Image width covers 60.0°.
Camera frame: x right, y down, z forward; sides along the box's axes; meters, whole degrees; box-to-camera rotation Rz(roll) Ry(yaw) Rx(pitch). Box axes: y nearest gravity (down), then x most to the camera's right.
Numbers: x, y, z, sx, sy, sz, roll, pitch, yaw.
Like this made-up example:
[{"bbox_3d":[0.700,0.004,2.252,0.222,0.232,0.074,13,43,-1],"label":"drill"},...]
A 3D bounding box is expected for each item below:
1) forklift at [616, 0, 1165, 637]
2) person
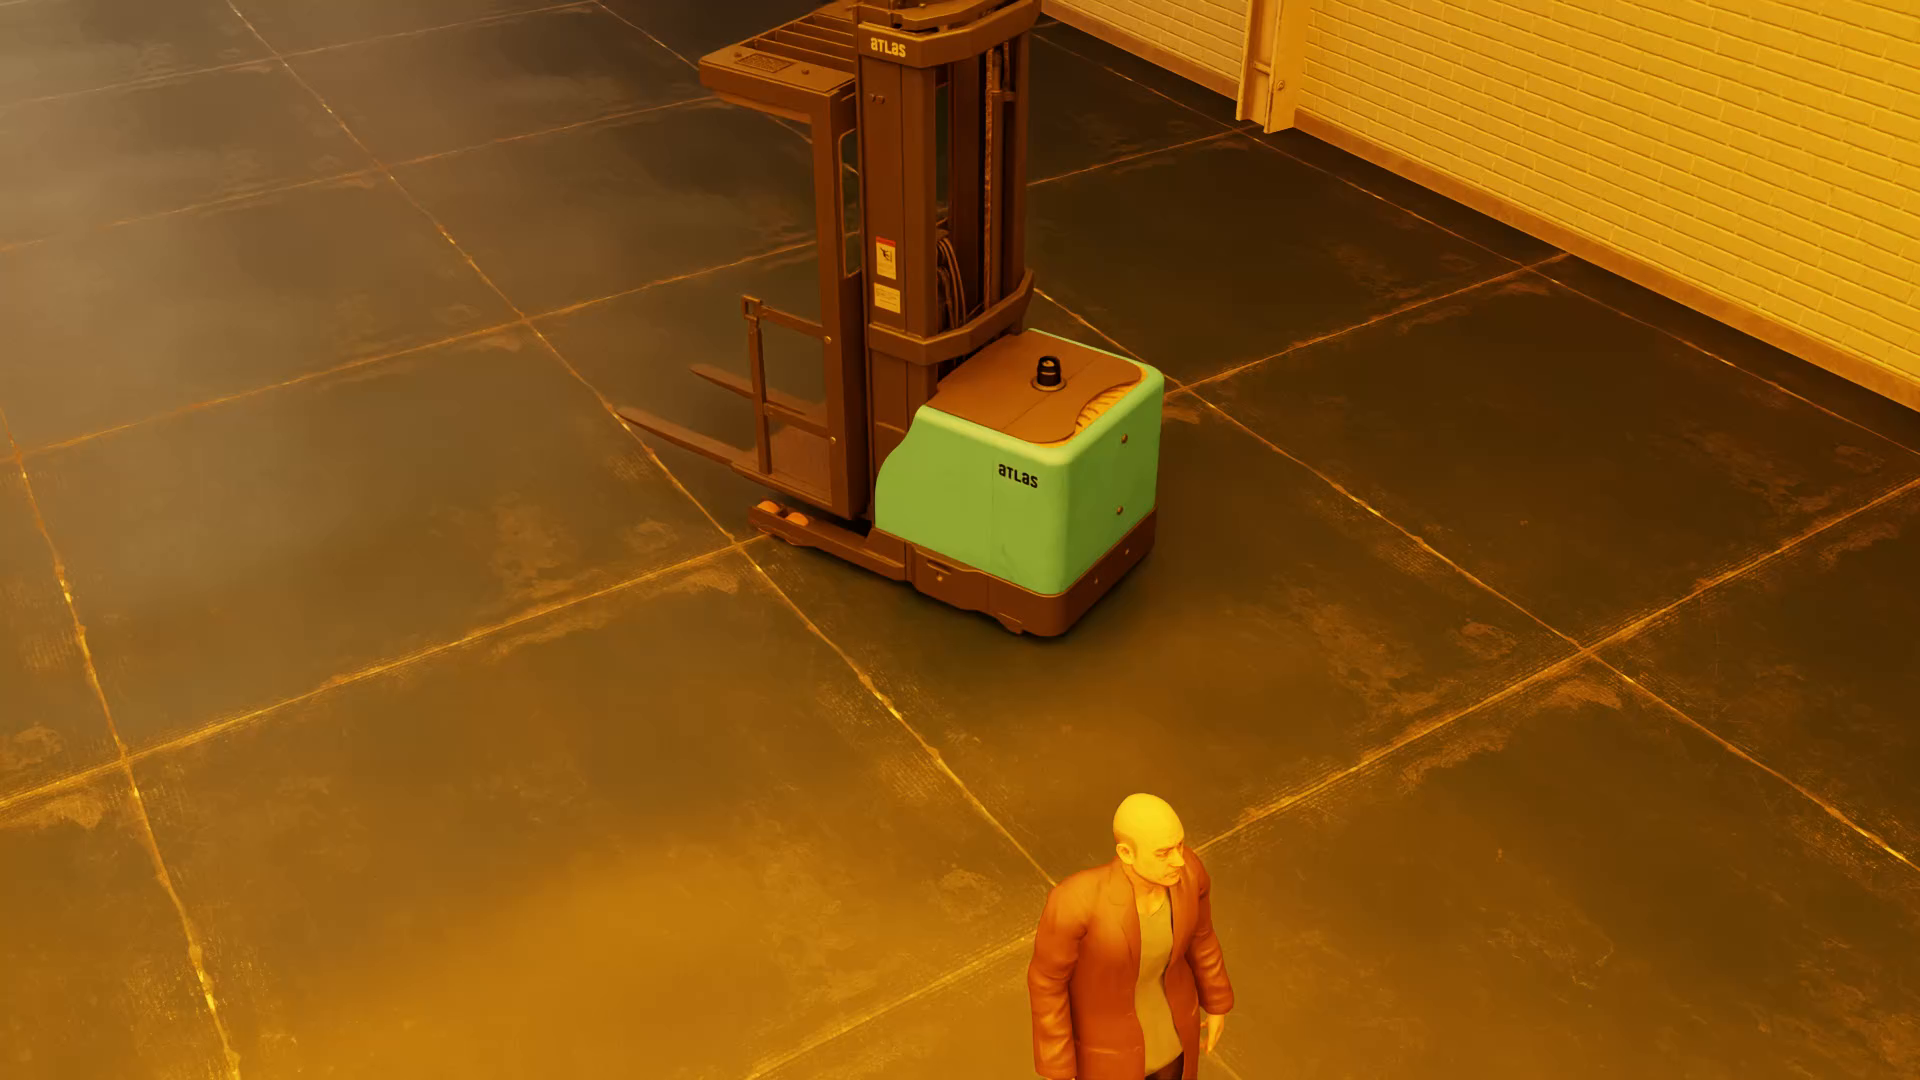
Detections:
[{"bbox_3d":[-0.500,-1.399,8.138,3.031,2.935,1.130,22,41,28],"label":"forklift"},{"bbox_3d":[0.564,1.541,4.944,0.694,1.775,0.582,-18,39,-24],"label":"person"}]
